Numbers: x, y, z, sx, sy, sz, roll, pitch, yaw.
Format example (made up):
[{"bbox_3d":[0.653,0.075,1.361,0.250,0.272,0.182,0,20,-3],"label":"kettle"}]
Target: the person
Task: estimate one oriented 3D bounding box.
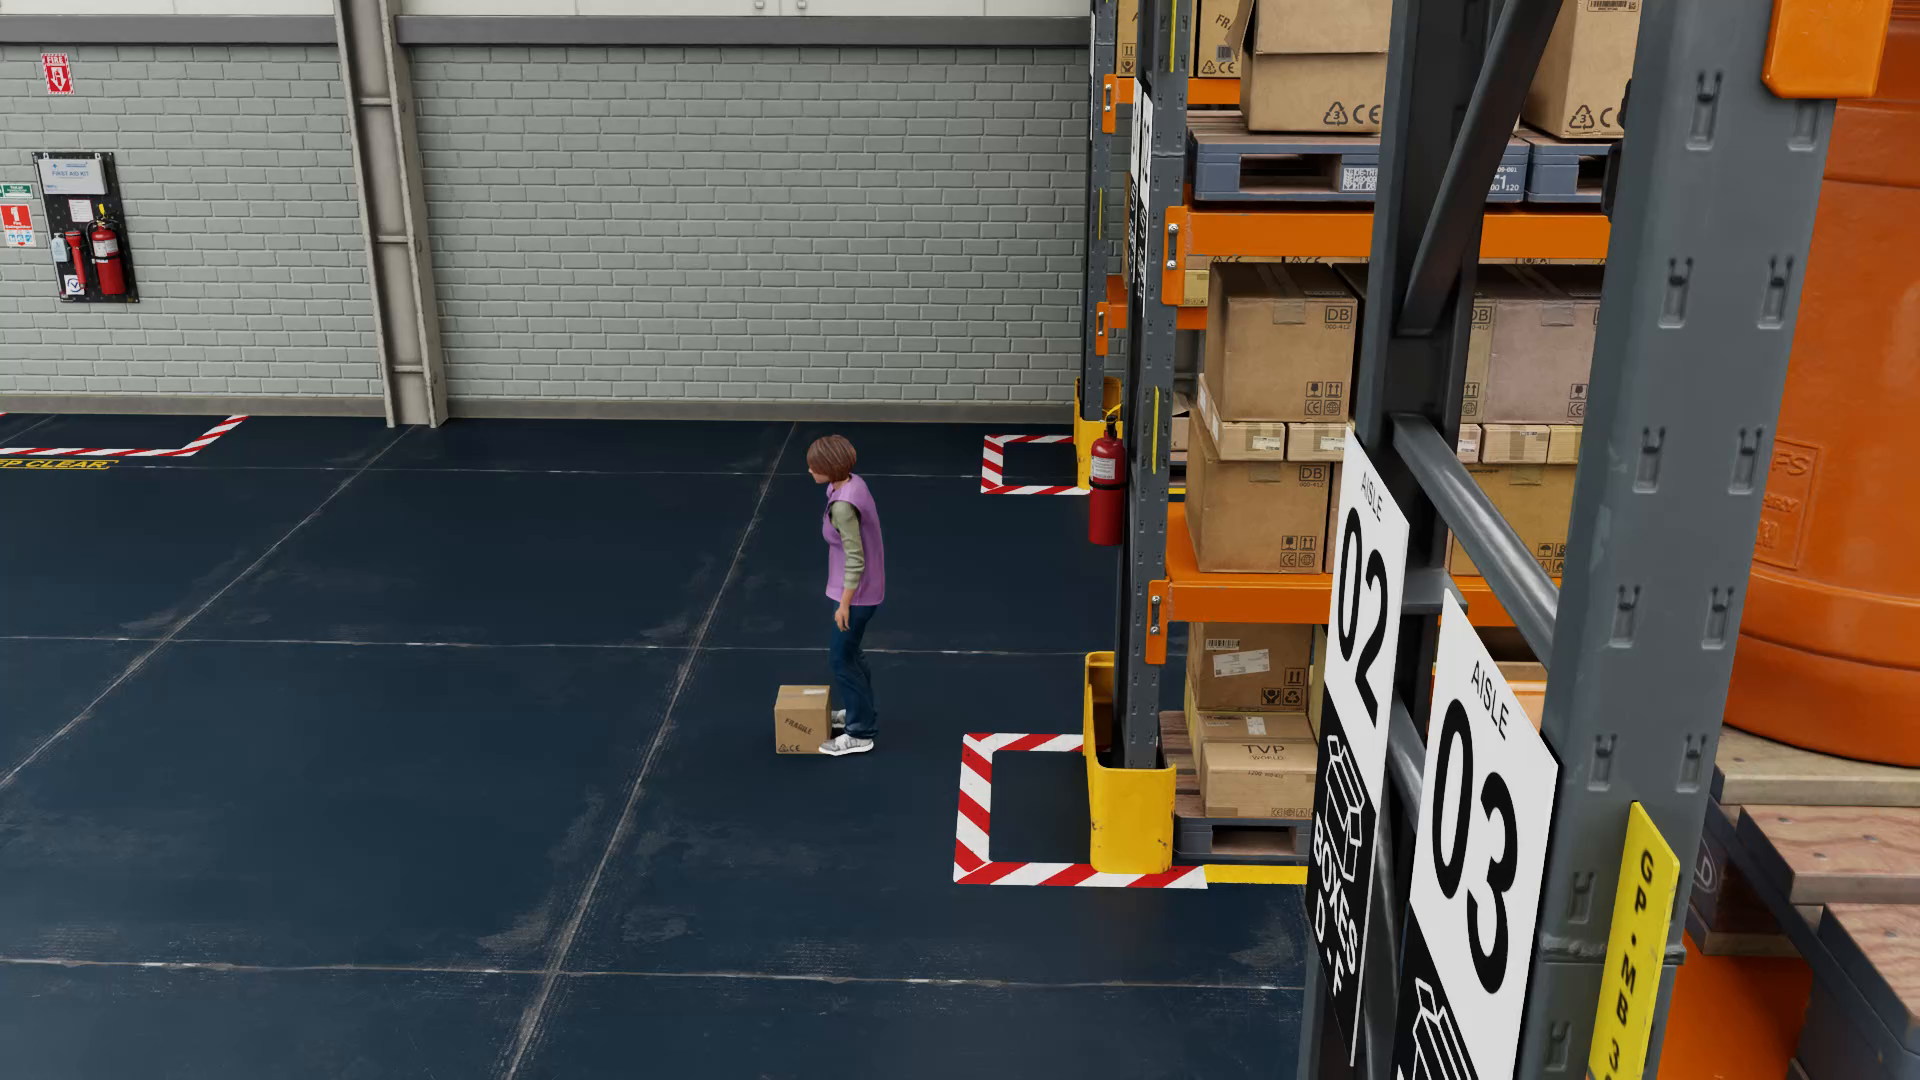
[{"bbox_3d":[-0.531,0.255,7.938,0.347,1.592,0.472,0,21,-1],"label":"person"}]
